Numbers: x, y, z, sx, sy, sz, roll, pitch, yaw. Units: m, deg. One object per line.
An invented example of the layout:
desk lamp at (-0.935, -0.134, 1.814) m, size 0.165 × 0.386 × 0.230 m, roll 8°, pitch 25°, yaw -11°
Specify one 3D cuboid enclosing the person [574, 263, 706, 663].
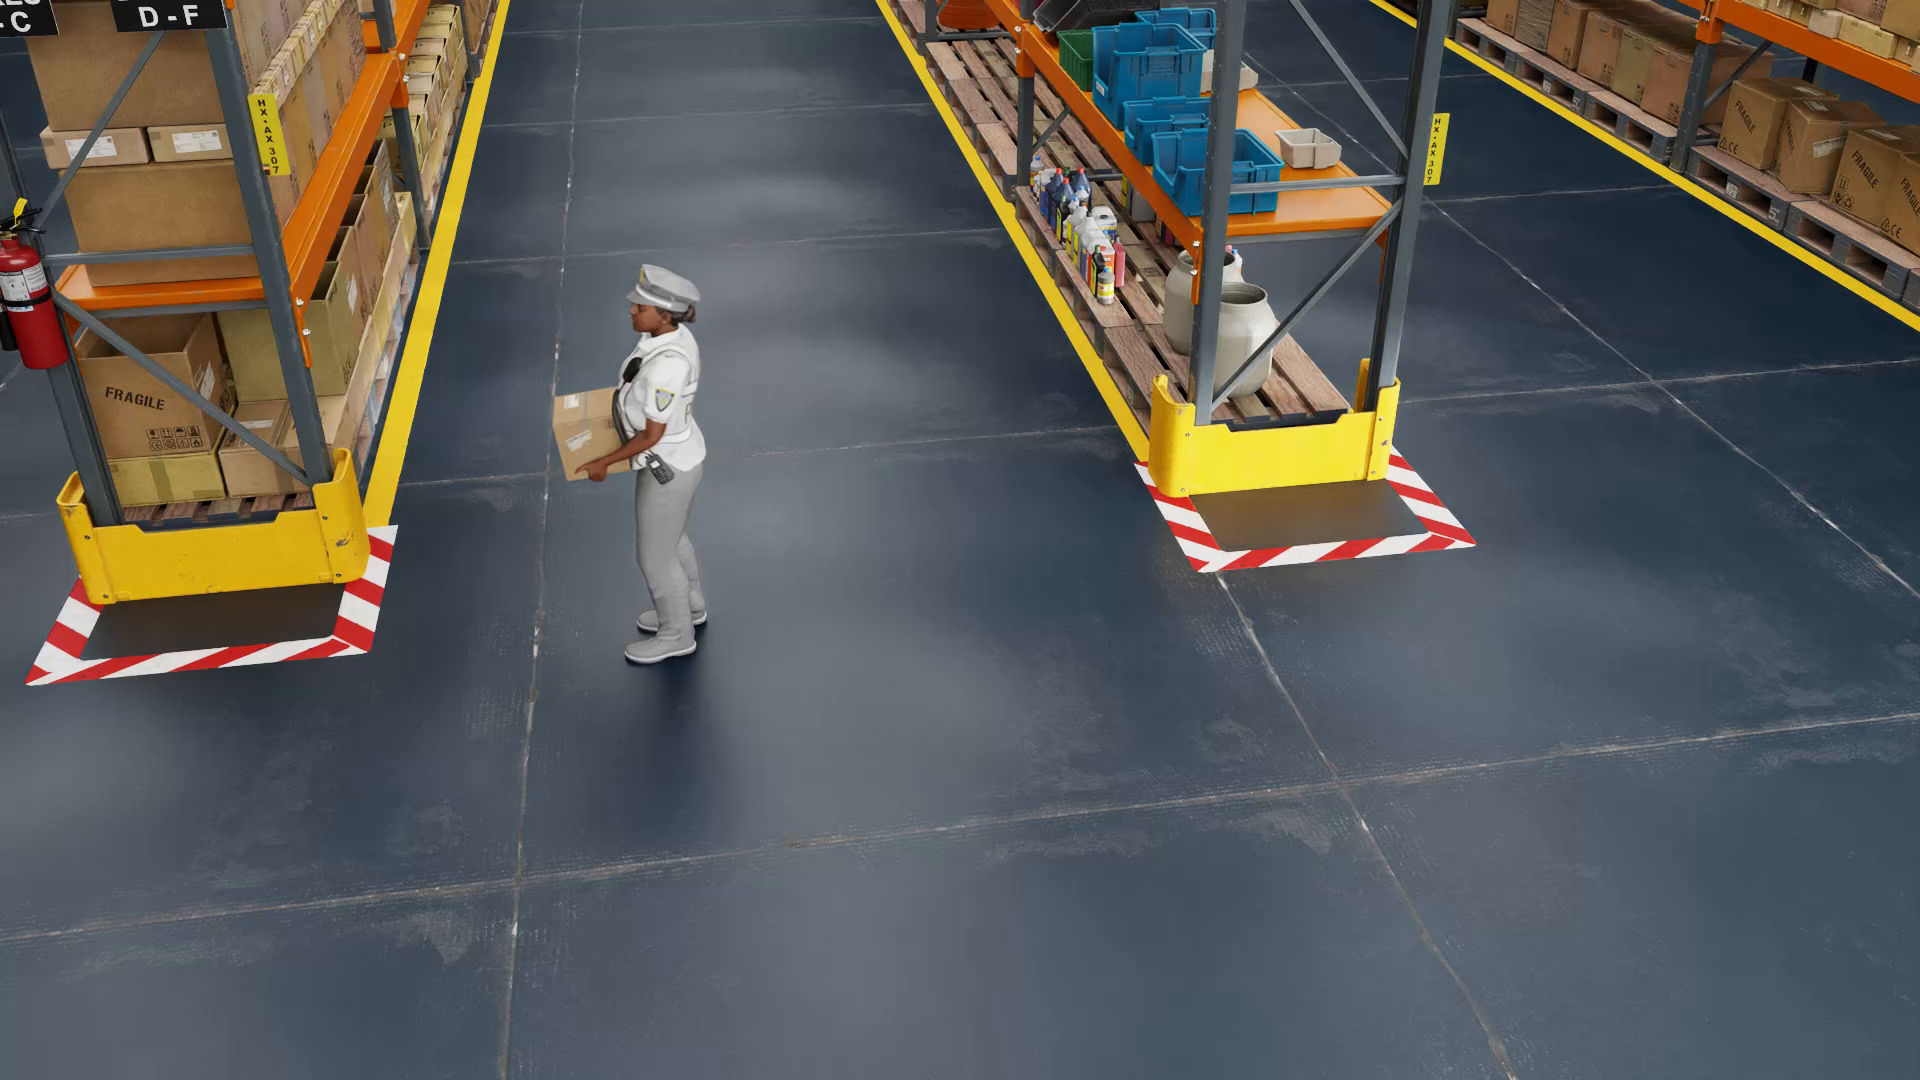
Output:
person at (-1.248, -0.298, 6.603) m, size 0.540 × 1.688 × 0.450 m, roll -5°, pitch 31°, yaw -8°
